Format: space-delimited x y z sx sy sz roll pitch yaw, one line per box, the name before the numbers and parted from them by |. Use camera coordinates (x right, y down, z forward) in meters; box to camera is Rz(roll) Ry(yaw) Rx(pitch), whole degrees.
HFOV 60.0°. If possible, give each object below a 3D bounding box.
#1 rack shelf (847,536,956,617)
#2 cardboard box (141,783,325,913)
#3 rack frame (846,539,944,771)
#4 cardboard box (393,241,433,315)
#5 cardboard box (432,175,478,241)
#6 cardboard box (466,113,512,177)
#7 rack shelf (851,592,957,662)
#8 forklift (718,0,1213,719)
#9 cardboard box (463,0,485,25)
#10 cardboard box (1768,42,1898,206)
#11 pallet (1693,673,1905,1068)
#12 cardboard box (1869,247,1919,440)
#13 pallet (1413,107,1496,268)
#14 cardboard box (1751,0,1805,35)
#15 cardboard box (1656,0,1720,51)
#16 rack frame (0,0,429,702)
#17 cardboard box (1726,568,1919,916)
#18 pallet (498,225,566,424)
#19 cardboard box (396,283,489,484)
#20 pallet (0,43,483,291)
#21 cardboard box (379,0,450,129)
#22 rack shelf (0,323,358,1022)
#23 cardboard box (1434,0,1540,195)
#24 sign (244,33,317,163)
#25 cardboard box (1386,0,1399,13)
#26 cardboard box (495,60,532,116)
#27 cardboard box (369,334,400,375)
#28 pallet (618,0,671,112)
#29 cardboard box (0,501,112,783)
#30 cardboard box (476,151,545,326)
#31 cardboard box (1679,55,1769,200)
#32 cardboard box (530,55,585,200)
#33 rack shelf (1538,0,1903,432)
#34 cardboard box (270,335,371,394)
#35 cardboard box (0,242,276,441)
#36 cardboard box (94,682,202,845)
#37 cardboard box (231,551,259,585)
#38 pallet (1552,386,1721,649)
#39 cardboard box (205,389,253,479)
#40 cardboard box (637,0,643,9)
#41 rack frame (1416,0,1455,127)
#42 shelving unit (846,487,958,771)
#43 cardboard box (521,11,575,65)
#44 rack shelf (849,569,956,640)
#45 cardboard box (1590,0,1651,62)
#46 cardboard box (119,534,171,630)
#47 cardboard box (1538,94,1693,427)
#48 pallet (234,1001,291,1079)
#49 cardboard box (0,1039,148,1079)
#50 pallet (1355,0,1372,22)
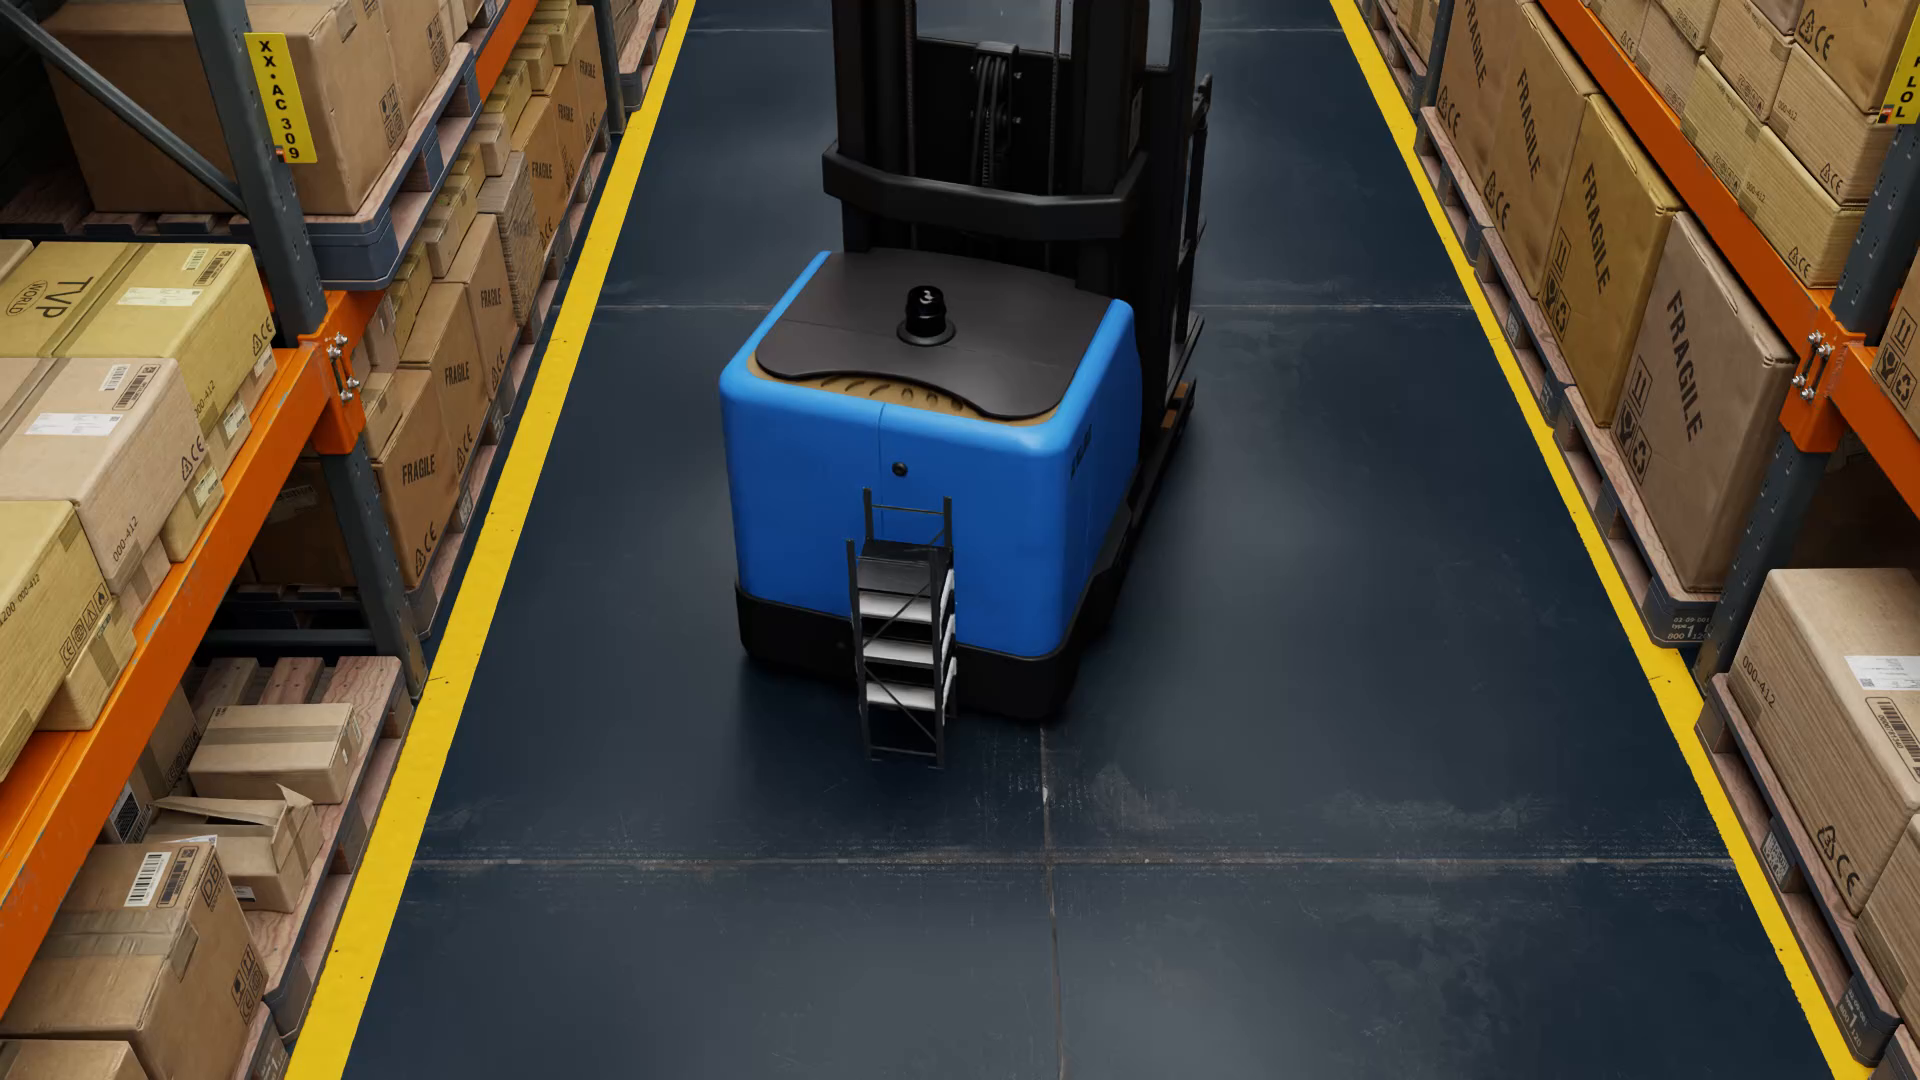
rack shelf | -0.157 0.097 4.520 0.258 0.077 0.200 6 44 8
cardboard box | -1.872 0.765 4.247 0.396 0.266 0.258 1 39 2
rack frame | -0.171 0.338 4.610 0.240 0.900 0.006 6 44 8
cardboard box | -2.004 -0.880 5.594 0.380 0.149 0.250 -1 39 -1
cardboard box | -1.965 -1.192 5.983 0.380 0.149 0.250 1 39 2
cardboard box | -1.944 -1.514 6.385 0.380 0.149 0.250 -2 39 -2
rack shelf | -0.154 0.228 4.643 0.258 0.077 0.200 6 44 8
forklift | 0.256 -1.536 5.323 1.130 2.935 3.031 12 40 14
cardboard box | -1.945 -2.029 5.468 0.700 0.500 0.500 0 39 0
cardboard box | 2.553 -1.127 4.478 0.500 0.250 0.500 0 39 0
pallet | 2.720 0.849 4.522 1.003 0.211 1.213 0 39 0
cardboard box | 2.536 -0.461 3.846 0.500 0.500 0.500 1 39 1
pallet | 2.718 -1.635 7.622 1.003 0.211 1.213 0 39 0
cardboard box | 2.537 -1.747 4.652 0.500 0.500 0.500 1 39 1
cardboard box | 2.539 -1.764 5.272 0.500 0.250 0.500 1 39 1
rack frame | -2.167 -0.709 4.236 1.000 3.000 0.127 0 39 0
cardboard box | 2.690 0.514 4.424 0.875 0.438 0.875 -1 39 -1
pallet | -2.210 -0.895 6.698 1.003 0.211 1.213 0 39 0
cardboard box | -1.953 -0.533 5.680 0.500 0.500 0.500 -1 39 -1
pallet | -2.058 -1.134 4.920 1.003 0.211 1.213 0 39 0
cardboard box | -1.944 -1.539 4.856 0.700 0.500 0.500 0 39 0
rack shelf | -2.164 0.822 2.901 1.077 0.370 4.000 0 39 0
cardboard box | 2.710 -2.119 7.359 0.875 0.875 0.875 0 39 0
sign | -1.624 -1.052 3.972 0.100 0.325 0.005 0 39 0
cardboard box | 2.793 -3.170 9.072 0.950 0.372 0.625 -1 39 -1
cardboard box | -1.975 -1.843 6.796 0.380 0.149 0.250 1 39 1
cardboard box | -1.979 -0.548 5.180 0.380 0.149 0.250 -1 39 -1
pallet | -2.133 -2.637 8.872 1.003 0.211 1.213 0 39 0
cardboard box | -1.919 0.177 3.013 0.500 0.250 0.500 0 39 0
cardboard box | -1.943 -1.170 6.474 0.500 0.500 0.500 -1 39 -2
cardboard box | 2.545 -1.255 5.038 0.500 0.250 0.500 -1 39 -1
cardboard box | -1.966 -1.822 7.288 0.500 0.500 0.500 -1 39 -1
rack shelf | 2.795 -1.685 6.029 1.077 0.370 4.000 0 39 0
cardboard box | -1.962 -0.491 4.871 0.380 0.149 0.250 -1 39 -1
cardboard box | -1.922 -0.448 3.793 0.500 0.250 0.500 1 39 1
cardboard box | -2.402 0.589 4.430 0.500 0.311 0.500 1 39 2
cardboard box | -2.463 -0.204 5.270 0.500 0.500 0.500 0 39 0
pallet | 2.721 -0.109 5.718 1.003 0.211 1.213 0 39 0
cardboard box | -1.892 -0.249 3.863 0.380 0.149 0.250 1 39 1
cardboard box | -2.167 -3.247 8.966 0.875 0.625 0.625 1 39 1
rack frame | 2.792 -3.217 7.365 1.000 3.000 0.127 0 39 0
shelving unit | -0.153 0.269 4.682 0.258 0.900 0.210 6 44 8
cardboard box | -1.886 -2.173 7.207 0.380 0.149 0.250 -2 39 -2
rack shelf | -0.155 0.163 4.582 0.258 0.077 0.200 6 44 8
cardboard box | 2.559 -1.894 5.835 0.500 0.250 0.500 0 39 0
cardboard box | -1.894 0.077 3.456 0.380 0.149 0.250 1 39 1
cardboard box | 2.708 -1.002 5.965 0.875 0.875 0.875 1 39 1
pallet | -2.163 1.573 3.618 1.003 0.211 1.213 0 39 0
cardboard box | -1.931 1.356 3.322 0.500 0.500 0.500 1 39 1
pallet | 2.794 -3.378 9.797 1.003 0.211 1.213 0 39 0
